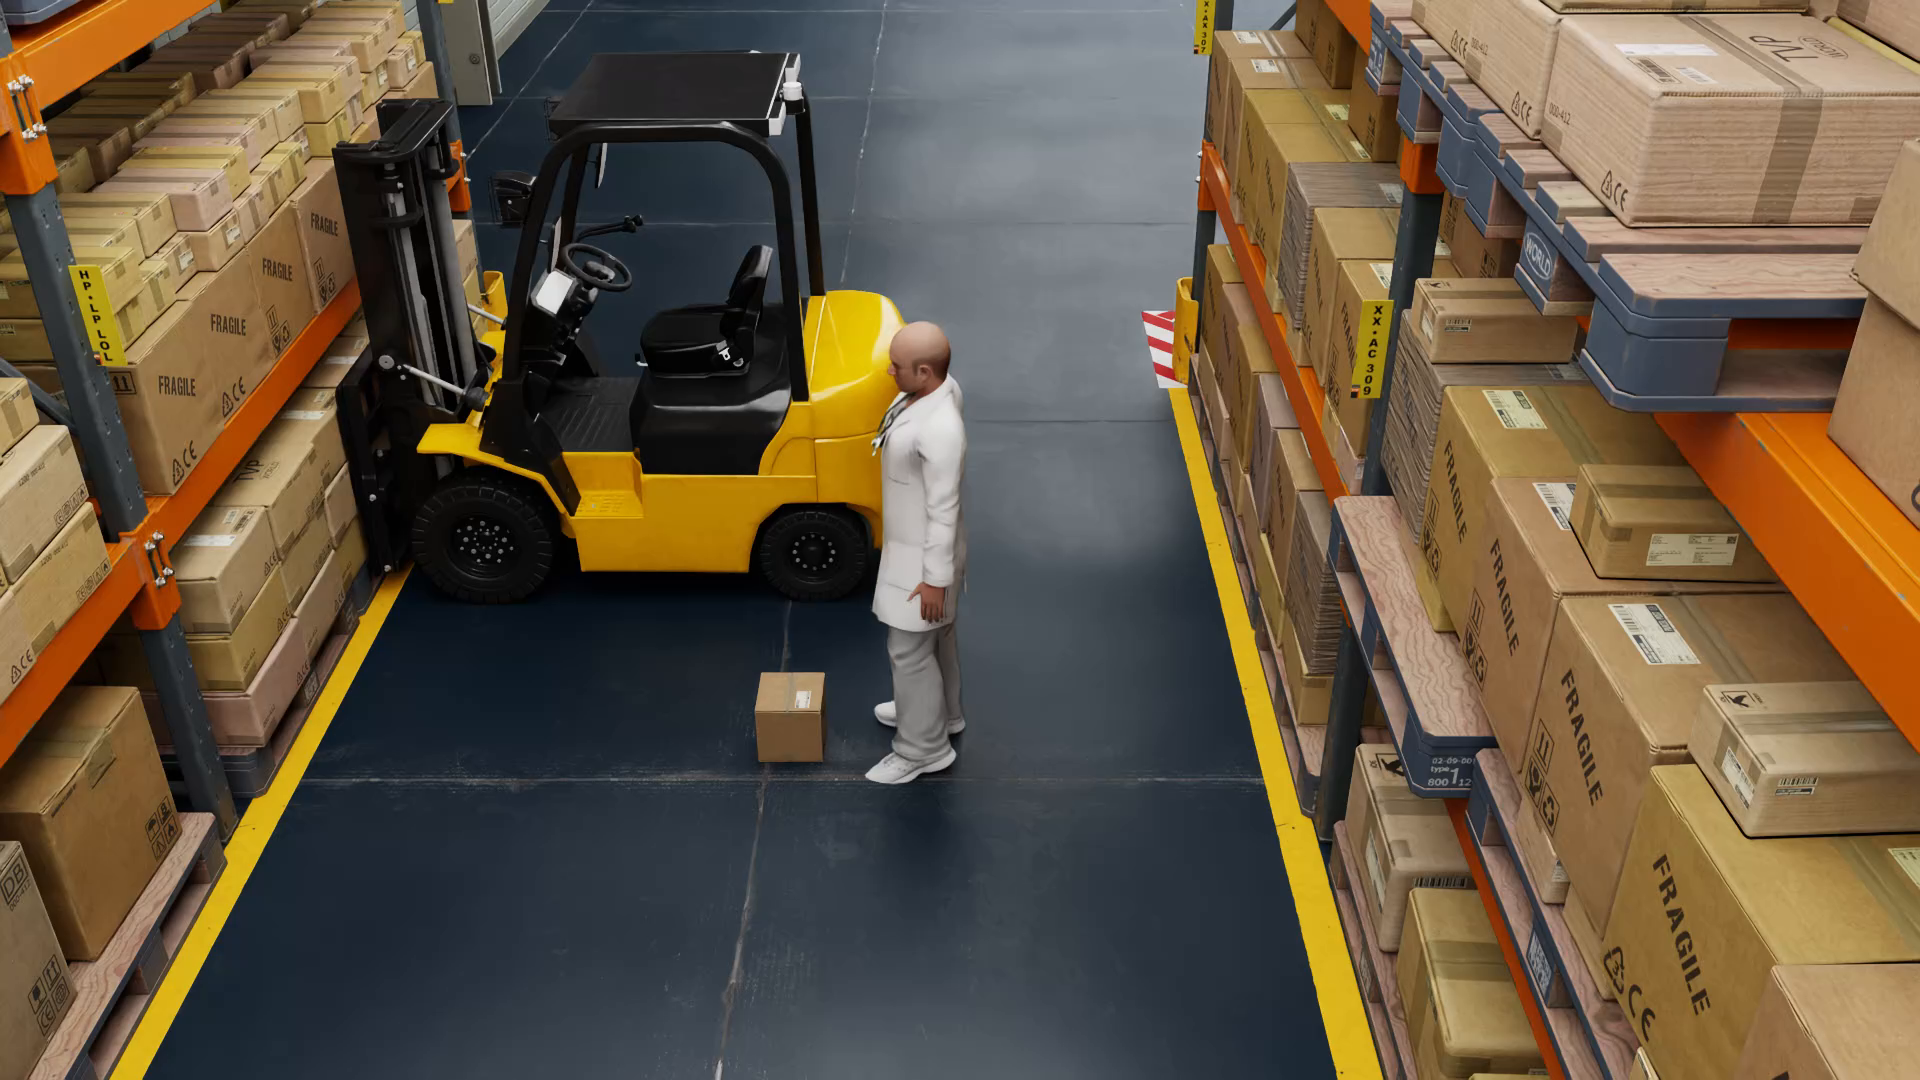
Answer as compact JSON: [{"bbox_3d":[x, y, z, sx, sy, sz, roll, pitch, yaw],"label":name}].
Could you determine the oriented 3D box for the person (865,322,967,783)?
[{"bbox_3d":[-0.177,0.045,6.105,0.409,1.838,0.645,0,31,-1],"label":"person"}]
